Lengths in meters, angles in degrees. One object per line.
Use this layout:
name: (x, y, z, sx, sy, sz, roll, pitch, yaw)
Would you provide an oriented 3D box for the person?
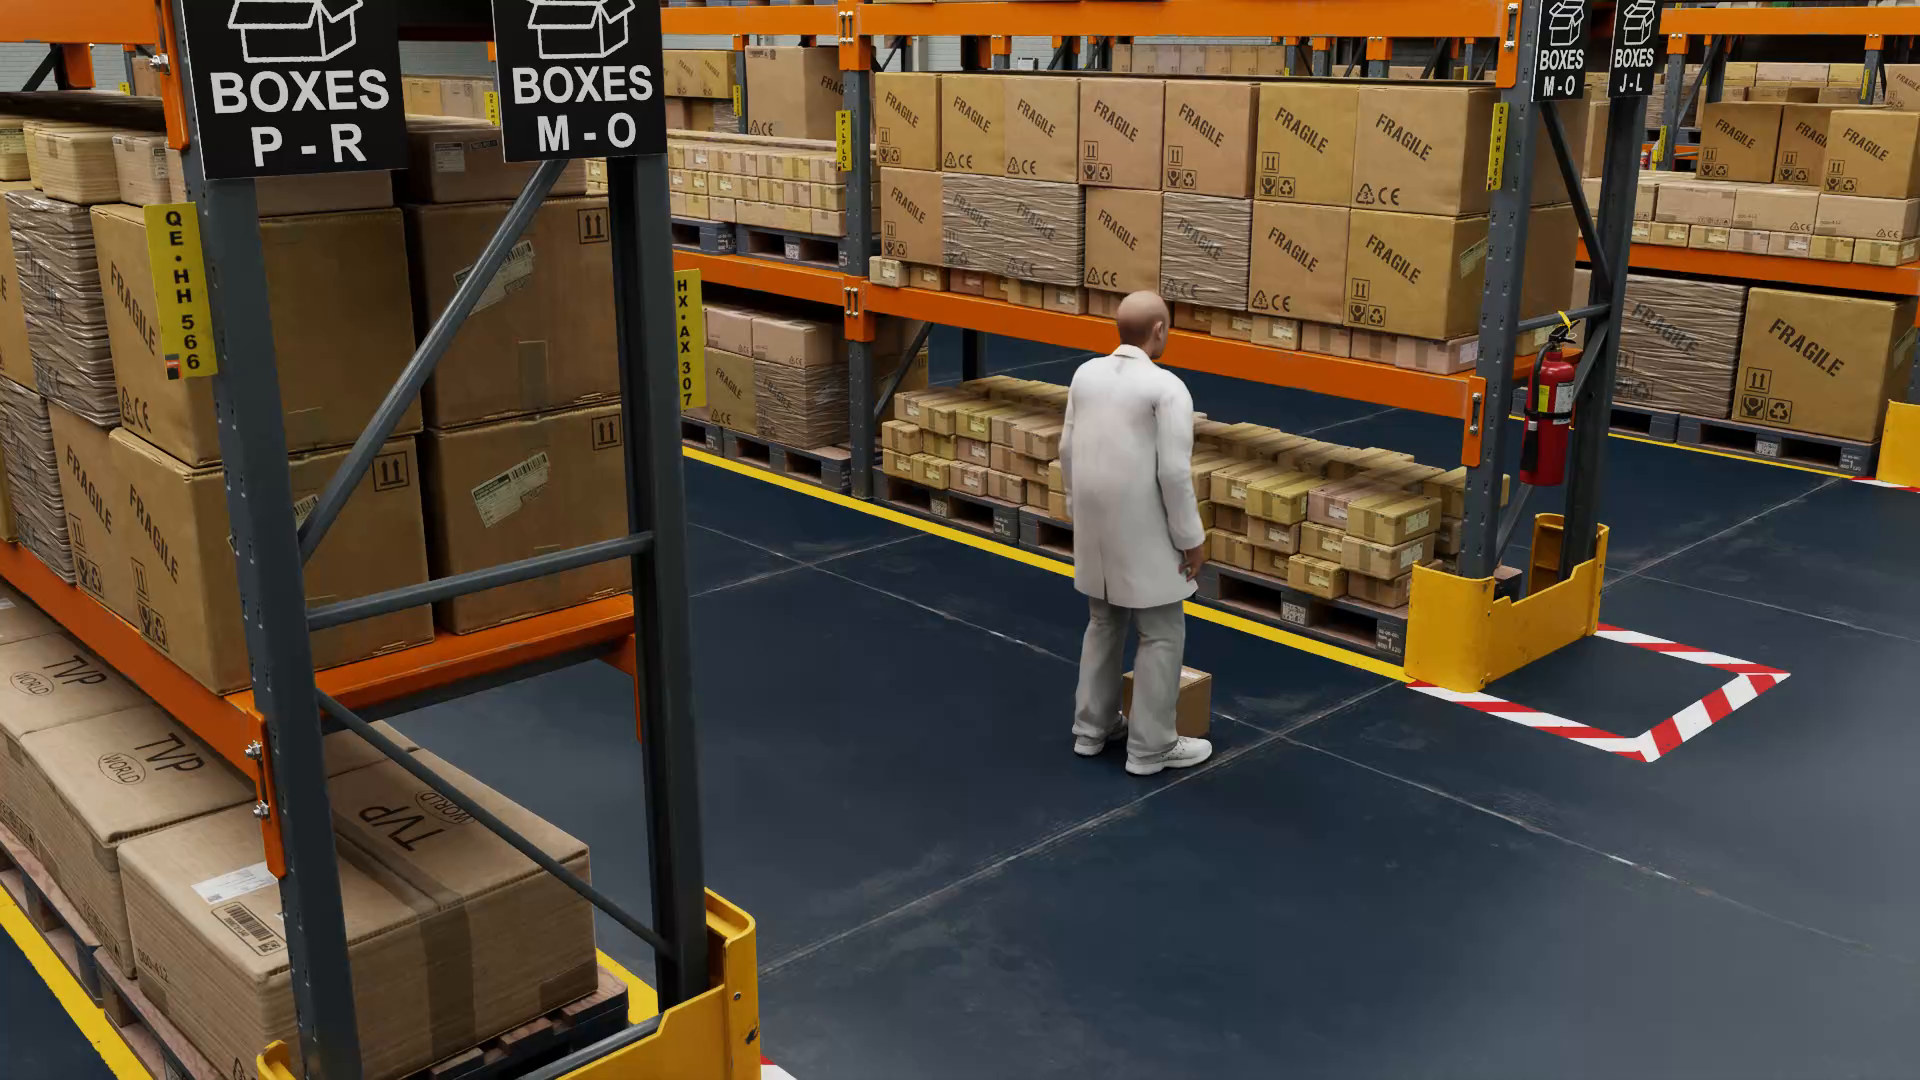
person: (0.621, -2.526, 14.308, 12.011, 1.774, 13.121, -15, 23, -41)
